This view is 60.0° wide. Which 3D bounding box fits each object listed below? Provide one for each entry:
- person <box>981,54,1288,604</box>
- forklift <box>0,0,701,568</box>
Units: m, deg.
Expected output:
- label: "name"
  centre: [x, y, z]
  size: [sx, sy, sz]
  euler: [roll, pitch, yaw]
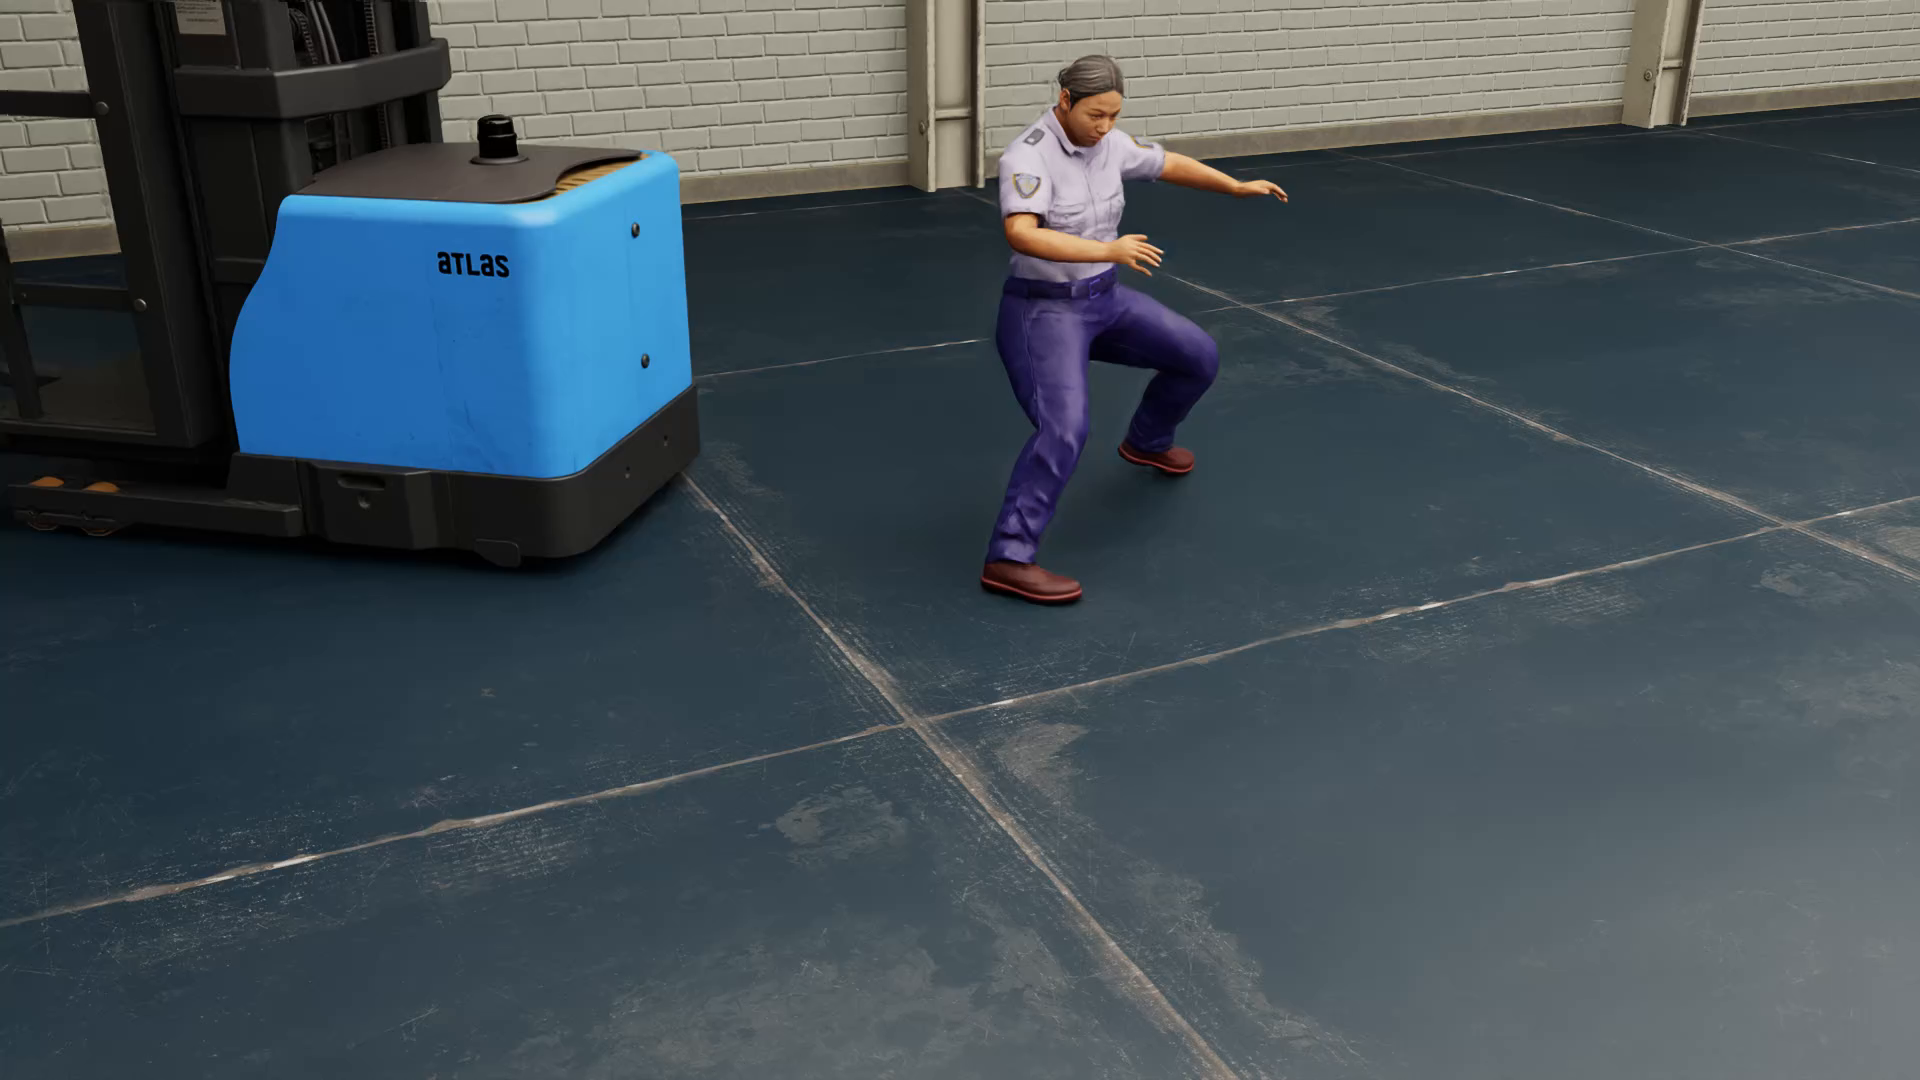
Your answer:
- label: "person"
  centre: [0.451, -0.694, 4.913]
  size: [1.205, 1.430, 0.625]
  euler: [-20, 30, -40]
- label: "forklift"
  centre: [-2.453, -1.554, 5.027]
  size: [3.031, 2.935, 1.130]
  euler: [5, 23, 12]
